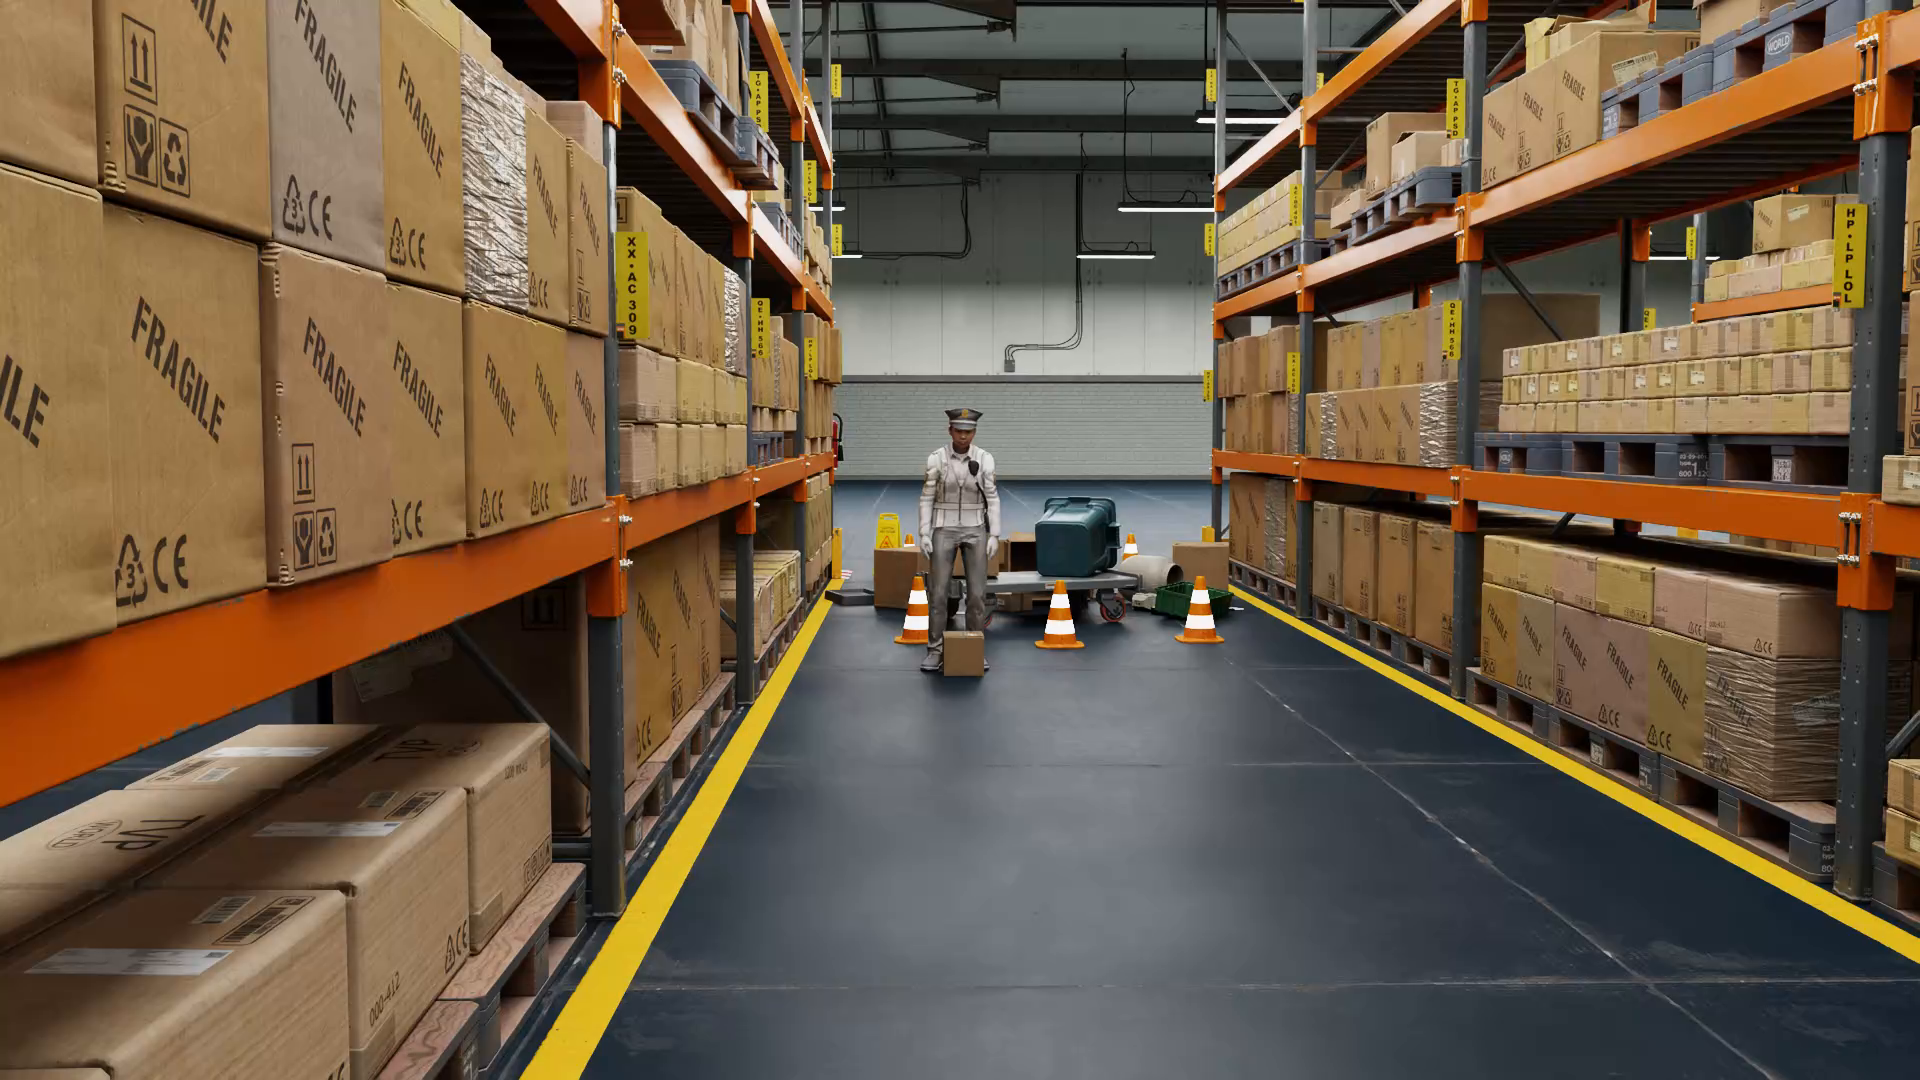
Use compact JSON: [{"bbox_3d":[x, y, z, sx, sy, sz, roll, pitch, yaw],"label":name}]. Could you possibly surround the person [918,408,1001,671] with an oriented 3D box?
[{"bbox_3d":[-0.002,-0.009,10.607,0.526,1.663,0.375,0,4,-2],"label":"person"}]
